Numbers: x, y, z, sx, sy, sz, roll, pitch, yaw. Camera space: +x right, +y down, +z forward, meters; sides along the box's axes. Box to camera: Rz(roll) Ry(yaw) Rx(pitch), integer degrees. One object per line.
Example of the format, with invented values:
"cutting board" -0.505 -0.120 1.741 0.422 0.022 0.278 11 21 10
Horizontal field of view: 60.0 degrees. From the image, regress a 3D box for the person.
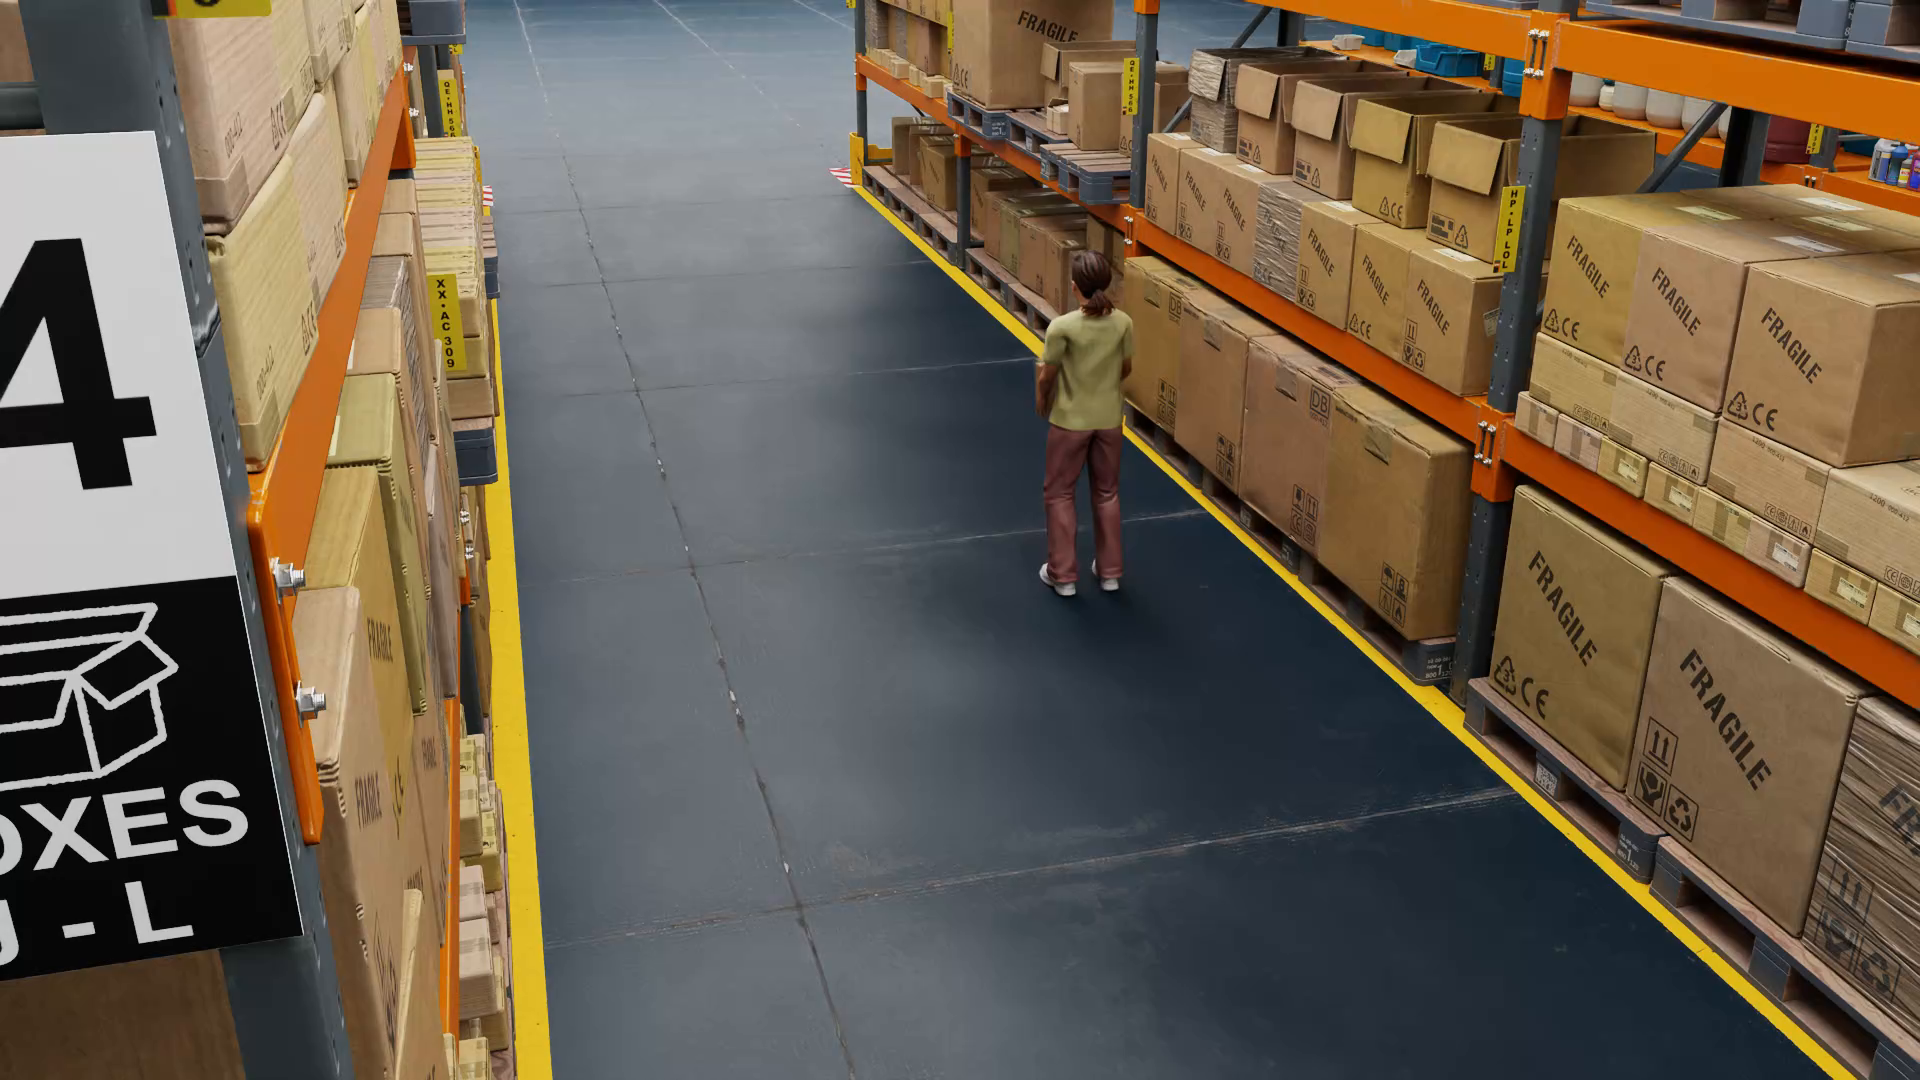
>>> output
"person" 0.578 -0.561 7.916 0.462 1.675 0.484 -6 24 -15
